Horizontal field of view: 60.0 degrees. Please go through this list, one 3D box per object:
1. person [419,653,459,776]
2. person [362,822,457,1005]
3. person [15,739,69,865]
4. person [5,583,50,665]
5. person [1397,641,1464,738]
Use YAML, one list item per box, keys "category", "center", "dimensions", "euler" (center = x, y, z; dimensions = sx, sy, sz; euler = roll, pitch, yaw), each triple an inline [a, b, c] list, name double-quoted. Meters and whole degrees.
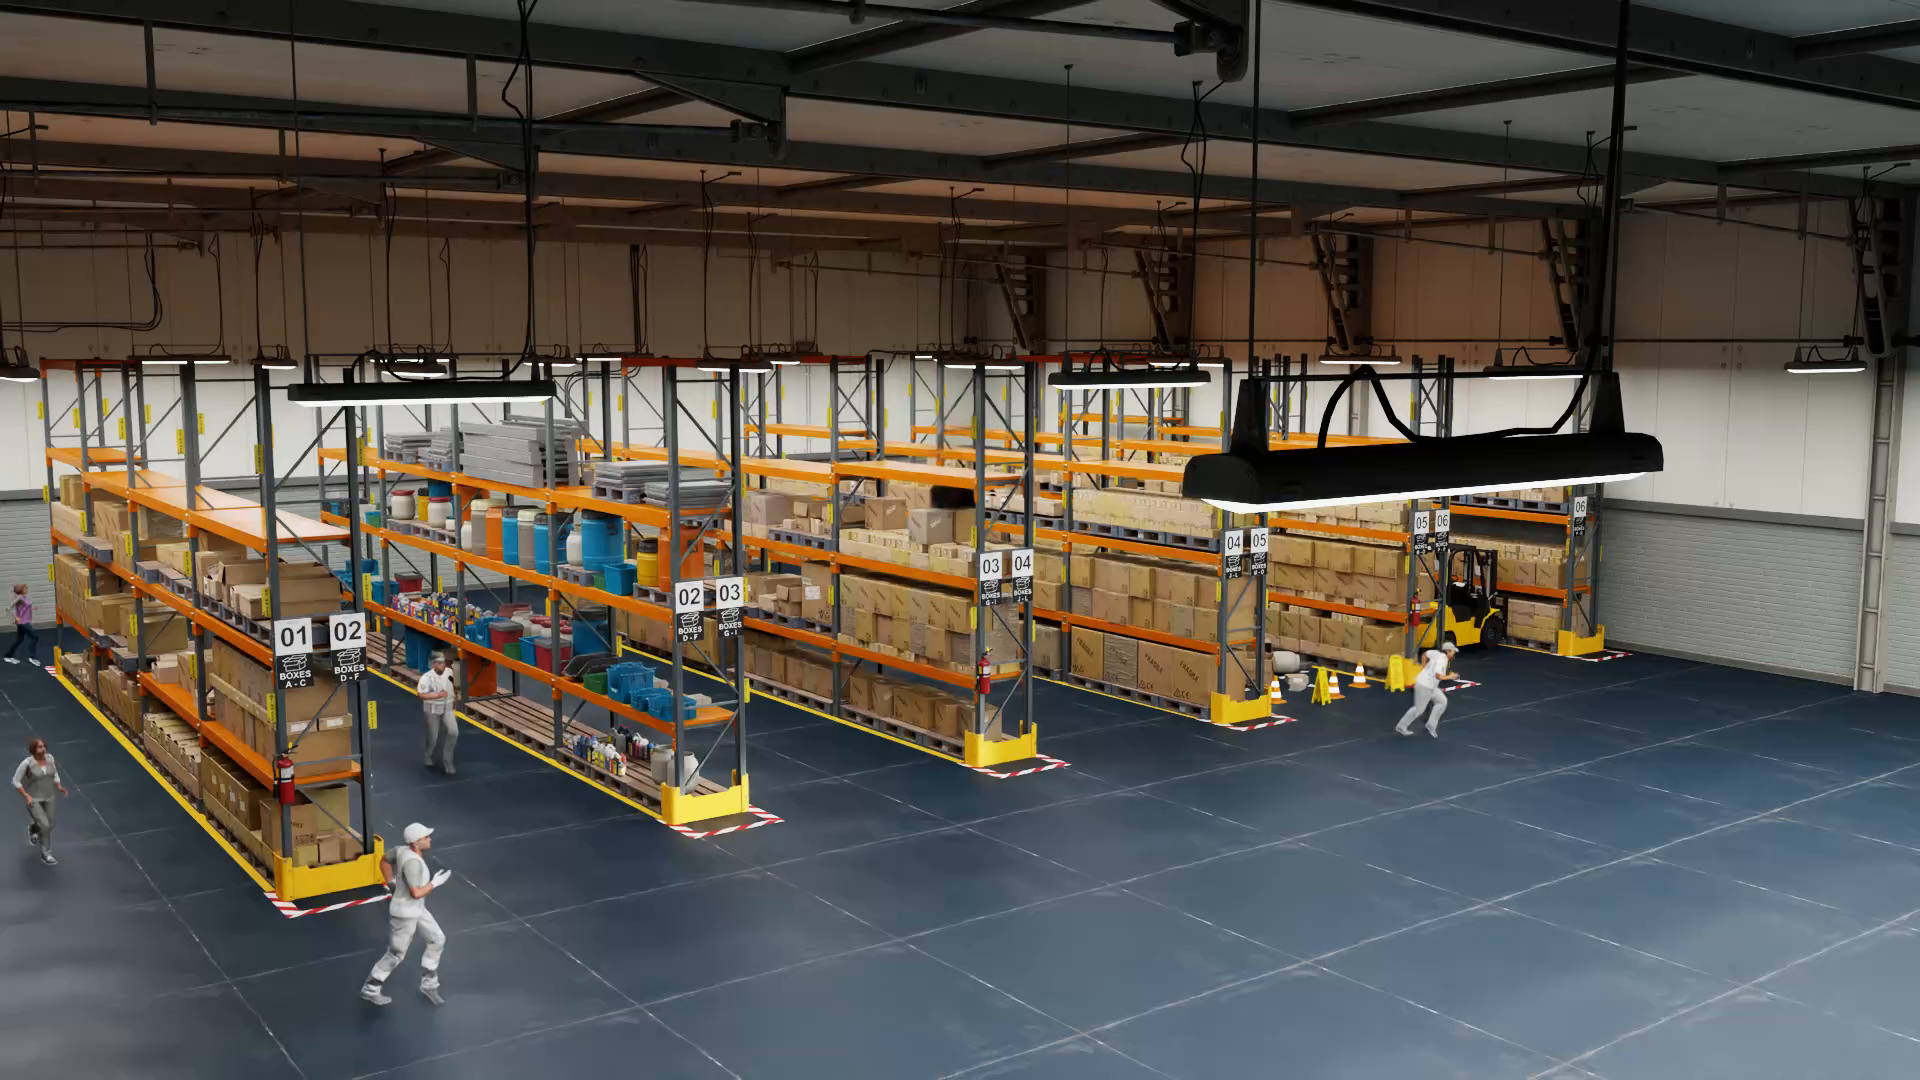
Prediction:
- category: "person"
  center: [-7.674, 2.538, 24.459]
  dimensions: [0.895, 1.836, 0.687]
  euler: [6, 9, 43]
- category: "person"
  center: [-5.214, 3.578, 15.720]
  dimensions: [0.892, 1.854, 0.639]
  euler: [-2, 7, -13]
- category: "person"
  center: [-11.201, 3.170, 20.193]
  dimensions: [0.580, 1.532, 0.524]
  euler: [4, 8, 31]
- category: "person"
  center: [-18.182, 1.654, 32.336]
  dimensions: [0.759, 1.620, 0.514]
  euler: [-3, 8, -25]
- category: "person"
  center: [7.507, 2.402, 26.569]
  dimensions: [0.996, 1.616, 0.647]
  euler: [1, 7, 9]
